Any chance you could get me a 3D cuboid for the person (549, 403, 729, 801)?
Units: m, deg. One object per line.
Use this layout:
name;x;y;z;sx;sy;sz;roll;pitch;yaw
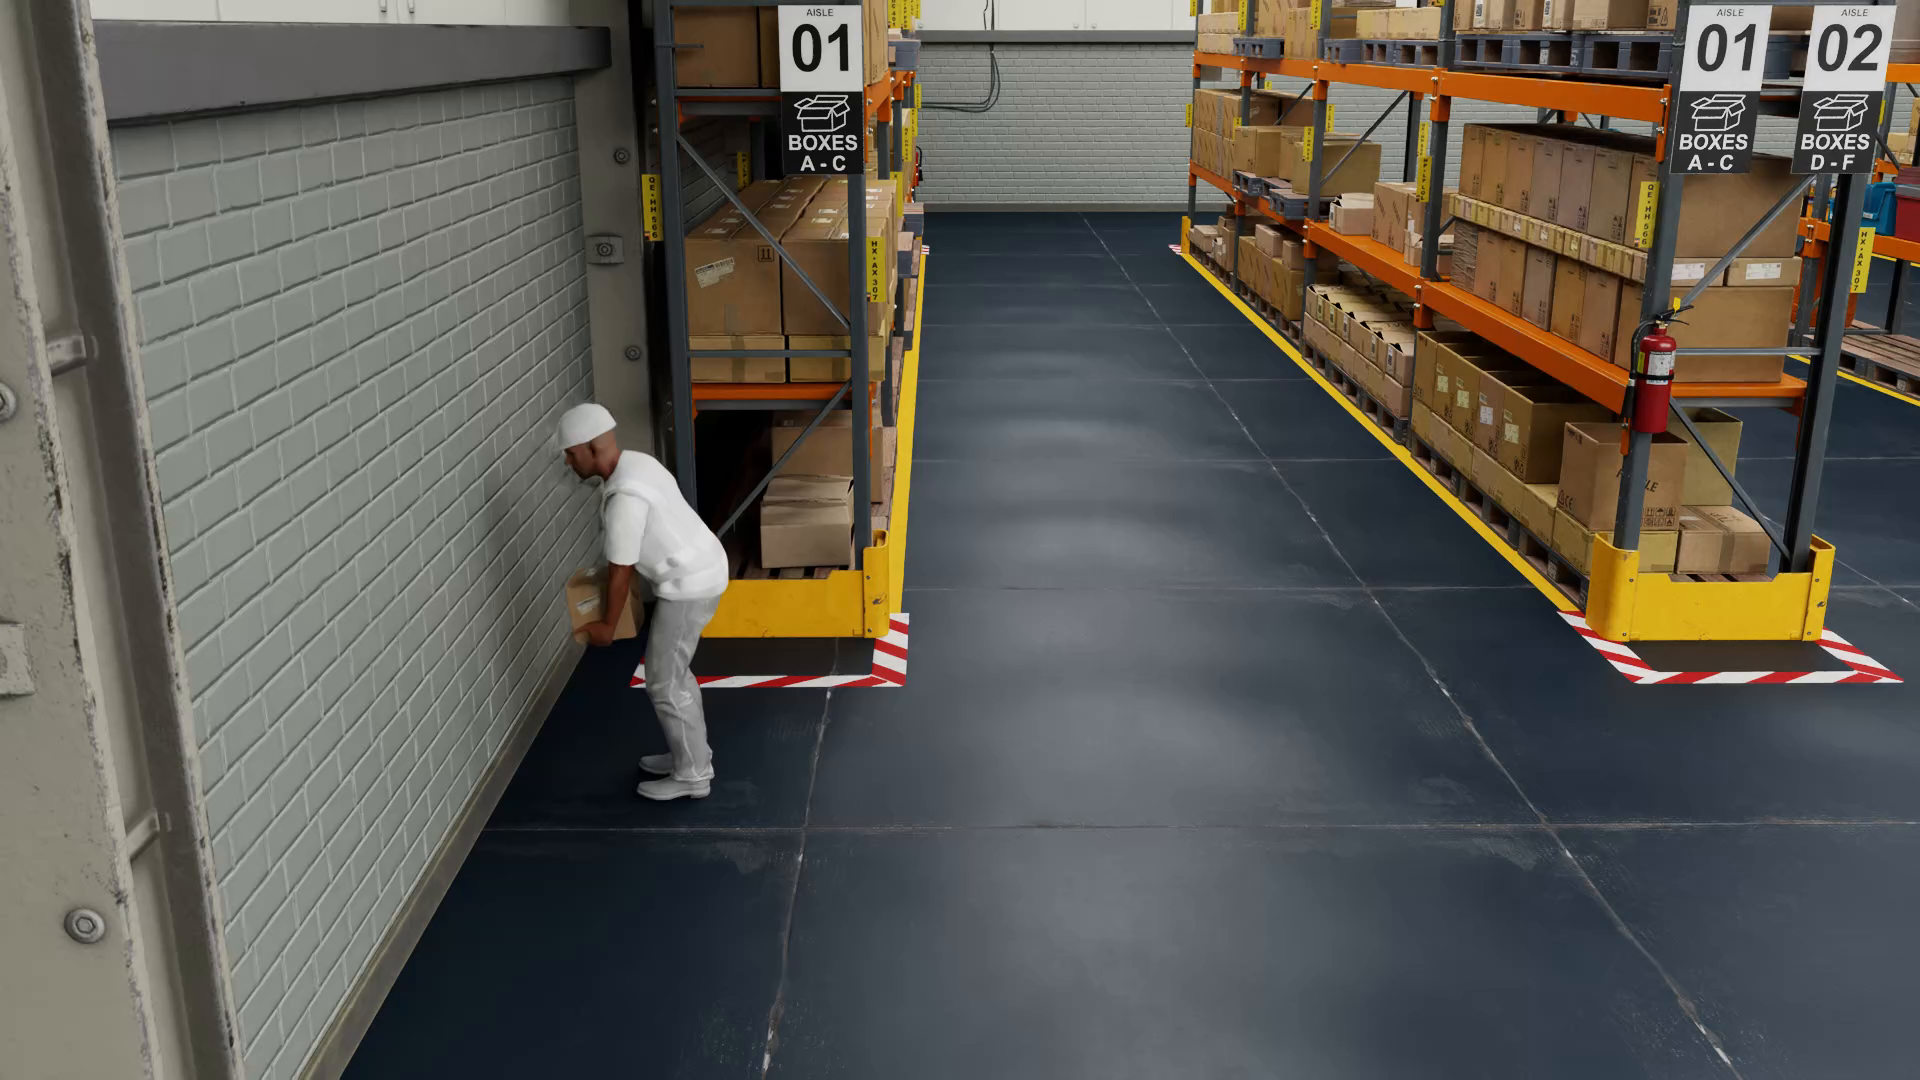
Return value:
person;-1.302;0.247;6.877;0.691;1.659;0.483;-1;17;-2
